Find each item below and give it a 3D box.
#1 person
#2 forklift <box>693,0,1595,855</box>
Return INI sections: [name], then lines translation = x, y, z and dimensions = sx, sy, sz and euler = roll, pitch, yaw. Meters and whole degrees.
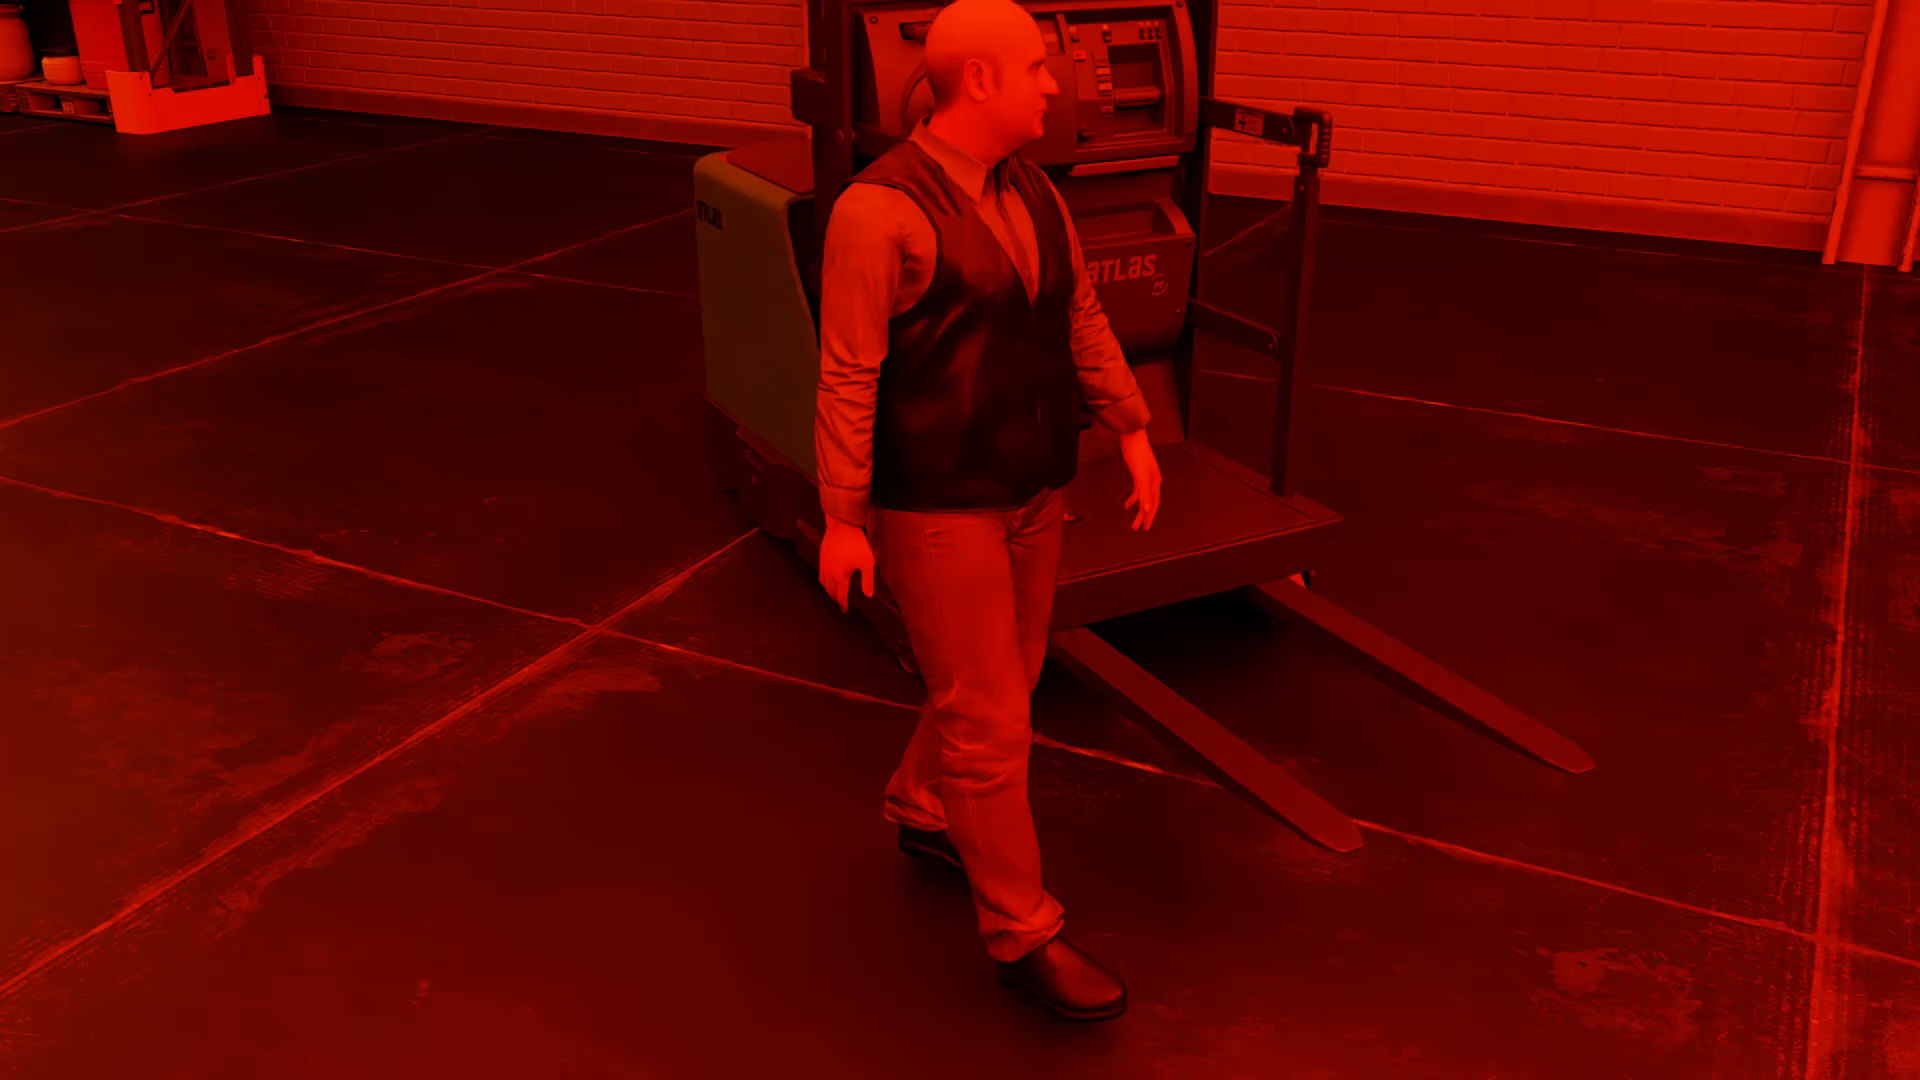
[person]
translation = 0.110, -0.056, 2.922
dimensions = 0.725, 1.702, 0.671
euler = 16, 28, 33
[forklift]
translation = 0.296, -1.141, 4.001
dimensions = 1.130, 2.935, 3.031
euler = -12, 26, -26
